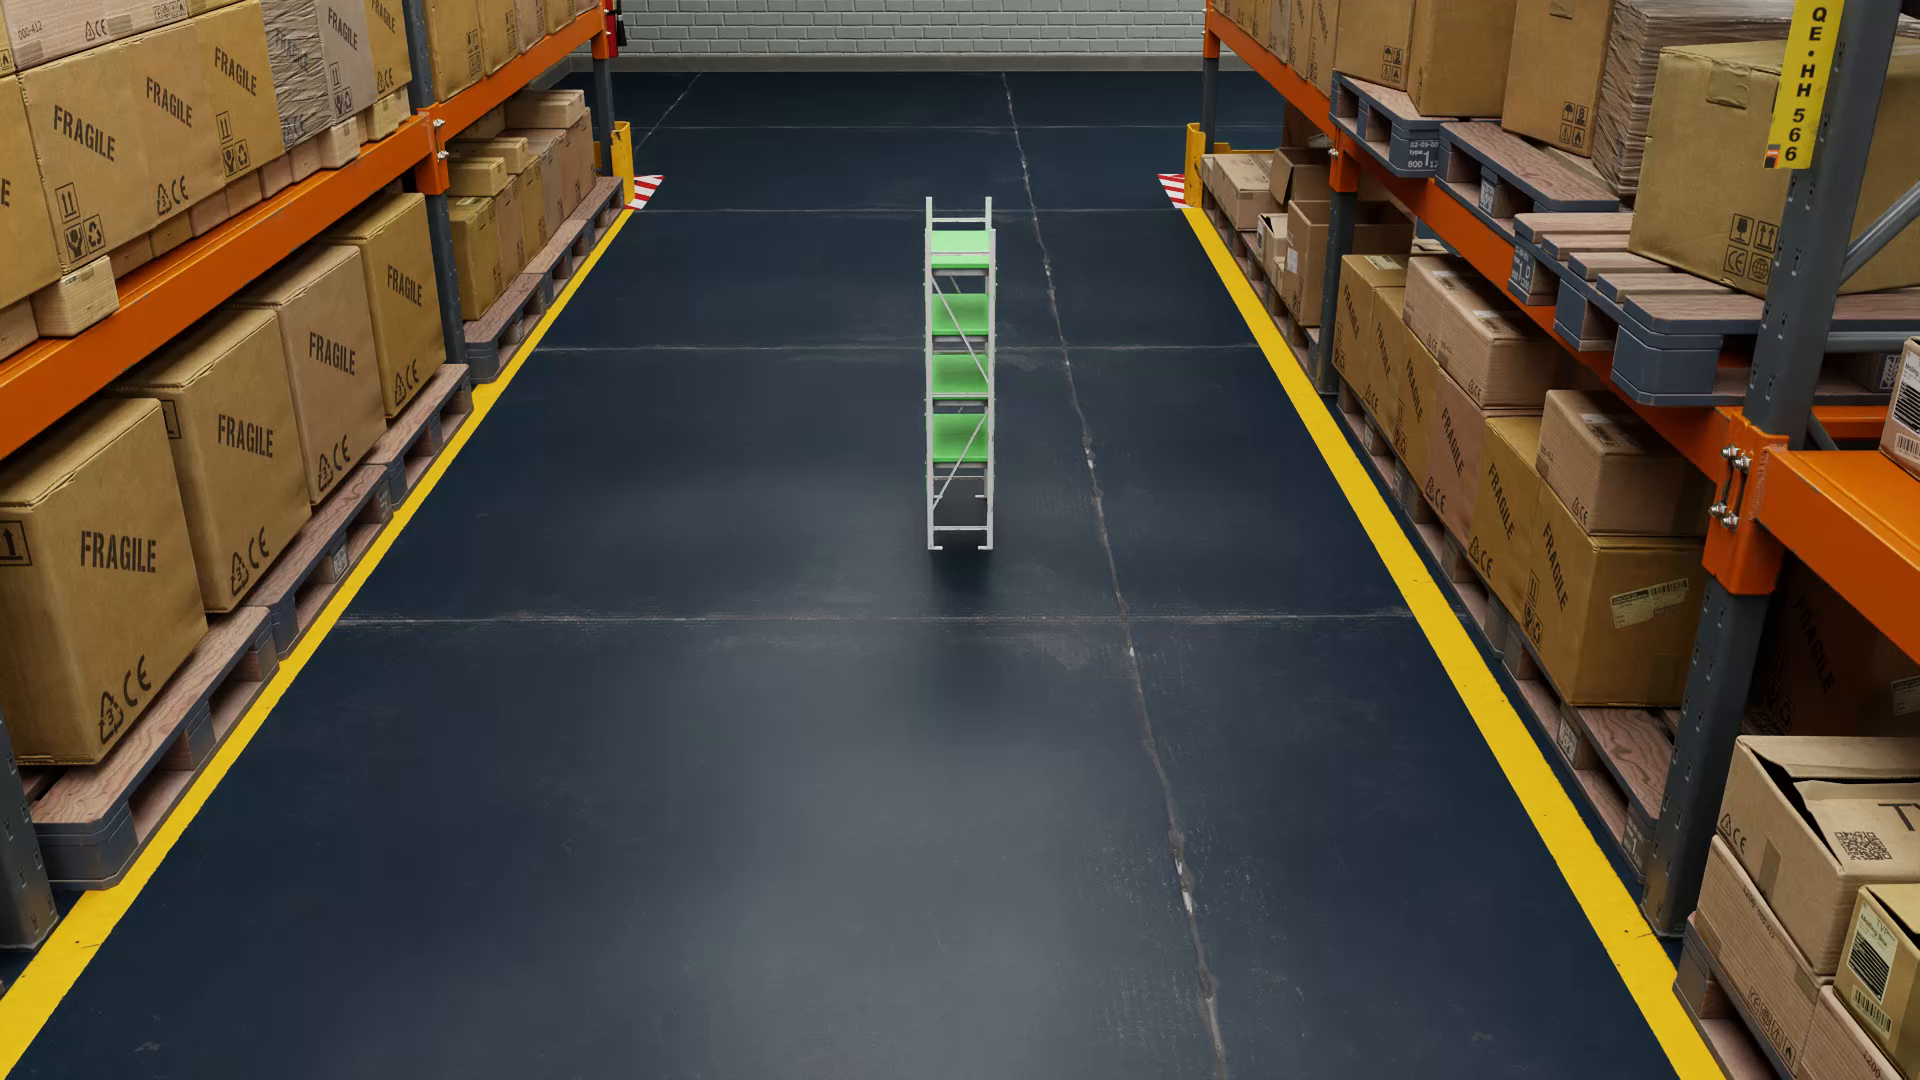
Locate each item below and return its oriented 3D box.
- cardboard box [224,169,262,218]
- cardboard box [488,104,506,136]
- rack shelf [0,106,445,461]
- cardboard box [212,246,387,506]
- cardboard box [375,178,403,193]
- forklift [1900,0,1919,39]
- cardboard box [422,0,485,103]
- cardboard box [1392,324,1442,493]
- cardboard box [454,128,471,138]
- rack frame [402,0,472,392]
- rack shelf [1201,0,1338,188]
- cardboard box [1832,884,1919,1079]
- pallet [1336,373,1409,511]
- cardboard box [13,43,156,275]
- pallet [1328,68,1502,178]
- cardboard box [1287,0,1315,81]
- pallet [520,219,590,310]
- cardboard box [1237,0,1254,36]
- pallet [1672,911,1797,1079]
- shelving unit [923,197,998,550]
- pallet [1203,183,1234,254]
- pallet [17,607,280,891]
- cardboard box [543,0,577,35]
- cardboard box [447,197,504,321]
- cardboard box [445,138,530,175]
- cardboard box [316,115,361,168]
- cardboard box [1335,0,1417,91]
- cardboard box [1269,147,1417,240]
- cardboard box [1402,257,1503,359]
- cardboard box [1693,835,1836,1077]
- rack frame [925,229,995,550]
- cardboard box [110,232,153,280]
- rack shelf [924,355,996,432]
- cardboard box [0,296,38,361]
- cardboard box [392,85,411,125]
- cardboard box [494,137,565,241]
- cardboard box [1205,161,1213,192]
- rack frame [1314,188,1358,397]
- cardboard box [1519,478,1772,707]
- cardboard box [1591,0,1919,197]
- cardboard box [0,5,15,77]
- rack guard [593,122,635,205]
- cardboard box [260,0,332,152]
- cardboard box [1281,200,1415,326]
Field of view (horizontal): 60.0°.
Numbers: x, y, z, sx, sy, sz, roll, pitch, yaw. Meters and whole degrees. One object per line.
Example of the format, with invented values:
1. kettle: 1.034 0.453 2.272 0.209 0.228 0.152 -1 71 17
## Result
1. cardboard box: -2.538 -1.160 5.455 0.380 0.149 0.250 0 24 1
2. cardboard box: -2.915 -2.483 9.838 0.380 0.149 0.250 0 24 0
3. rack shelf: -2.764 -0.885 5.439 1.077 0.370 4.000 0 24 -1
4. cardboard box: -2.636 -0.615 6.068 0.750 0.750 0.750 0 24 1
5. cardboard box: -2.889 -1.632 7.956 0.380 0.149 0.250 0 24 -1
6. forklift: 4.693 -2.125 7.391 1.130 2.935 3.031 -1 24 -3
7. cardboard box: -2.776 -2.397 7.545 0.980 0.700 0.700 0 24 0
8. cardboard box: 1.944 -0.496 6.205 0.500 0.500 0.500 0 24 0
9. cardboard box: -2.905 -2.169 9.141 0.380 0.149 0.250 -1 24 -2
10. rack frame: -2.786 -2.036 7.113 1.000 3.000 0.127 0 24 -1
11. rack shelf: 2.146 -2.557 9.136 1.077 0.370 4.000 0 24 -1
12. cardboard box: 1.937 0.827 2.927 0.500 0.311 0.500 -1 24 -2
13. pallet: 2.214 -0.455 6.999 1.003 0.211 1.213 0 24 -1
14. cardboard box: -2.488 -0.996 4.305 0.500 0.500 0.500 1 24 1
15. pallet: 2.067 -1.643 6.476 1.003 0.211 1.213 0 24 -1
16. cardboard box: 1.898 -2.523 8.067 0.500 0.500 0.500 0 24 1
17. pallet: -2.732 -1.584 9.495 1.003 0.211 1.213 0 24 -1
18. cardboard box: 1.878 -3.151 9.455 0.500 0.500 0.500 0 24 -1
19. pallet: 2.181 1.198 3.345 1.003 0.211 1.213 0 24 -1
20. shelving unit: -0.002 -0.615 6.154 0.258 1.200 0.503 0 24 -1
21. pallet: 2.134 -2.078 10.589 1.003 0.211 1.213 0 24 -1
22. pallet: -2.676 0.557 4.762 1.003 0.211 1.213 0 24 -1
23. cardboard box: -2.795 -3.312 9.568 0.980 0.700 0.700 0 24 -1
24. cardboard box: -2.692 -1.397 8.224 0.700 0.500 0.500 0 24 0
25. cardboard box: -2.519 -2.050 8.879 0.380 0.149 0.250 -1 24 -2
26. cardboard box: -2.453 -1.474 6.149 0.380 0.149 0.250 0 24 -1
27. cardboard box: 1.949 -2.101 6.624 0.700 0.500 0.500 -9 26 -18
28. cardboard box: 2.142 -1.897 9.301 0.797 0.503 0.637 0 24 -1
29. cardboard box: 1.940 -0.851 6.081 0.500 0.250 0.500 0 24 0
30. cardboard box: 1.923 0.867 3.521 0.500 0.250 0.500 0 24 -1
31. rack frame: 0.001 -0.514 5.931 0.240 1.200 0.015 0 24 -1
32. cardboard box: -2.564 -0.843 4.755 0.380 0.149 0.250 0 24 1
33. rack shelf: -0.002 -0.557 6.180 0.258 0.148 0.480 0 24 -1
34. cardboard box: -2.508 -0.523 4.048 0.380 0.149 0.250 0 24 0
35. cardboard box: -2.499 -1.793 6.855 0.380 0.149 0.250 0 24 0
36. cardboard box: -2.710 -2.036 9.635 0.700 0.500 0.500 -1 24 -2
37. cardboard box: 1.787 -2.341 10.690 0.380 0.166 0.250 0 24 -1
38. rack frame: 2.167 -2.060 7.165 1.000 3.000 0.127 0 24 -1
39. cardboard box: 1.966 0.142 4.795 0.500 0.500 0.500 1 24 2
40. cardboard box: 2.272 -1.286 4.822 0.700 0.500 0.500 4 25 9
41. cardboard box: -2.490 -1.120 3.670 0.500 0.250 0.500 0 24 1
42. rack guard: -2.830 -2.556 11.294 1.175 0.500 0.348 0 24 -1
43. cardboard box: -2.516 -1.620 5.686 0.500 0.500 0.500 0 24 0
44. cardboard box: 1.878 -1.355 8.106 0.500 0.500 0.500 0 24 -1
